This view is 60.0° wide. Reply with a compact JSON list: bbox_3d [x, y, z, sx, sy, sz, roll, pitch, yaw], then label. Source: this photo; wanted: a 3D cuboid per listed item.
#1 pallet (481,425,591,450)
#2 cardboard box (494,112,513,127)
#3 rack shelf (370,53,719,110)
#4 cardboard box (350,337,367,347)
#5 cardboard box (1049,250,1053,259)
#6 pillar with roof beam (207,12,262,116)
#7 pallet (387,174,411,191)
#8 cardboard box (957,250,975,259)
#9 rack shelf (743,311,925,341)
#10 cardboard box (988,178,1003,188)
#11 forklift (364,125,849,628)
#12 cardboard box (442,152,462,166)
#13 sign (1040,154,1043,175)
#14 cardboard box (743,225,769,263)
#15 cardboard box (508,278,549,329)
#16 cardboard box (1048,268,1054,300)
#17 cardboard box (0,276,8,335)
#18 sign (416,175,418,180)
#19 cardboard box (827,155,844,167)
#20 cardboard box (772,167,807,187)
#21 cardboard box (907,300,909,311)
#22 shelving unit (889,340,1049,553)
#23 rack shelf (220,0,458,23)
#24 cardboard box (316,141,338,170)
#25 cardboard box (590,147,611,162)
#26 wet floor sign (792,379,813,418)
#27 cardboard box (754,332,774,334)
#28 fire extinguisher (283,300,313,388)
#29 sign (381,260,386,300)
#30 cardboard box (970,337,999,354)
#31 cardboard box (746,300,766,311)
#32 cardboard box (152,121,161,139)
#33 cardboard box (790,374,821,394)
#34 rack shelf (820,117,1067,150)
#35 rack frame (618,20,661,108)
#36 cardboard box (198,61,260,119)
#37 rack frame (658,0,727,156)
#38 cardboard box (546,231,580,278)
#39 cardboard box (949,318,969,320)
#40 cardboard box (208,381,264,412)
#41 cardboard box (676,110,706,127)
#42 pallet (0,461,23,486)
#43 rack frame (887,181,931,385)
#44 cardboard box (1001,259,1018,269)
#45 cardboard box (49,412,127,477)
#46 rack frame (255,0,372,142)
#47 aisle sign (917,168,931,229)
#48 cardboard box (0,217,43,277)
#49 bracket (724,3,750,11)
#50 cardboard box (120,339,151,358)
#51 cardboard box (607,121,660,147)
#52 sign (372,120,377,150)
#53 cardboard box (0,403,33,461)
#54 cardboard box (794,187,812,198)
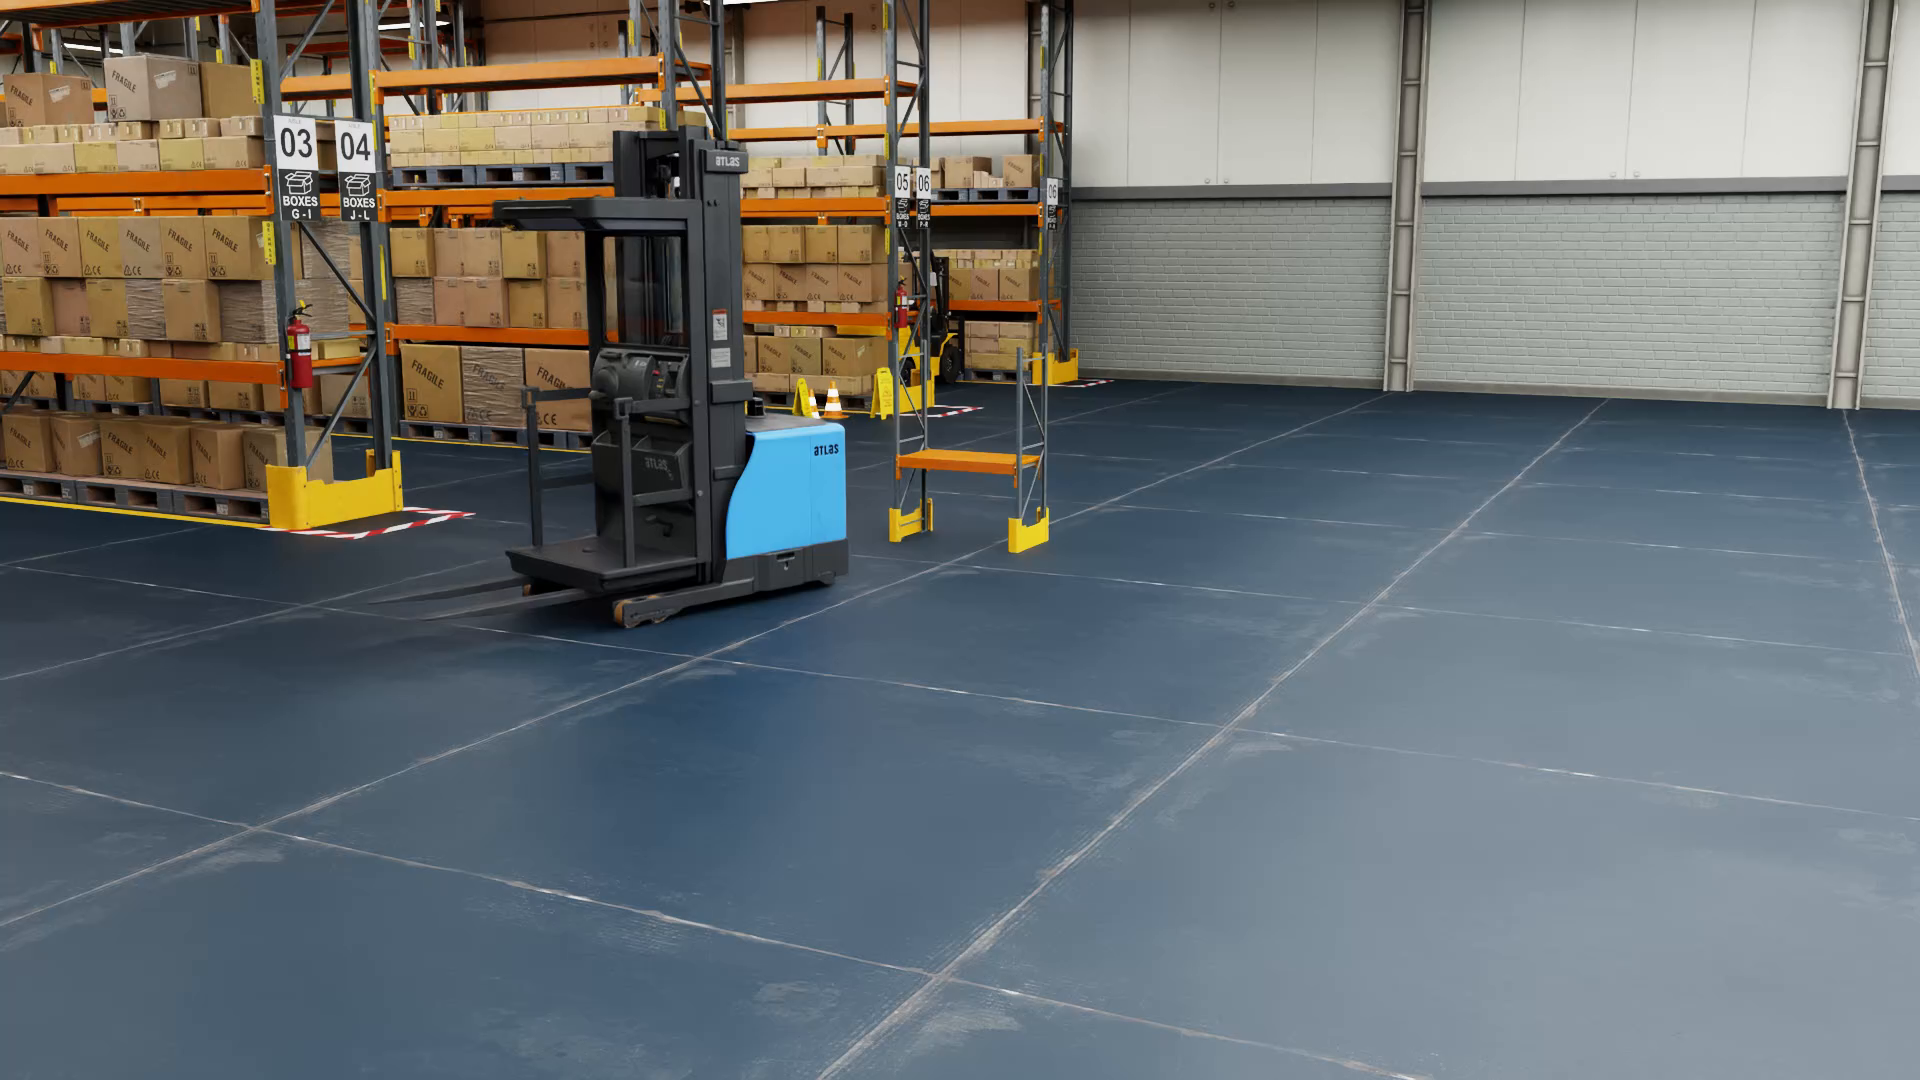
[{"bbox_3d":[-4.618,-1.210,18.825,1.213,0.211,1.003,5,11,26],"label":"pallet"},{"bbox_3d":[-4.823,-4.549,18.024,0.250,0.149,0.380,5,11,26],"label":"cardboard box"},{"bbox_3d":[-4.570,-4.994,18.201,4.000,0.370,1.077,5,11,26],"label":"rack shelf"},{"bbox_3d":[-9.231,-3.164,26.578,0.875,0.875,0.875,5,11,27],"label":"cardboard box"},{"bbox_3d":[1.310,-4.602,26.800,0.250,0.149,0.380,5,11,25],"label":"cardboard box"},{"bbox_3d":[-16.756,-7.909,31.161,0.548,9.000,9.100,5,11,26],"label":"pillar with roof beam"},{"bbox_3d":[-7.207,-4.197,19.612,1.217,0.209,0.805,5,11,24],"label":"pallet"},{"bbox_3d":[0.147,-4.602,26.795,0.250,0.149,0.380,5,12,27],"label":"cardboard box"},{"bbox_3d":[-2.470,-3.038,23.112,4.000,0.370,1.077,5,11,26],"label":"rack shelf"},{"bbox_3d":[0.639,-5.652,26.360,0.250,0.149,0.380,5,11,24],"label":"cardboard box"},{"bbox_3d":[-2.127,-1.023,10.154,1.130,2.935,3.031,10,14,43],"label":"forklift"},{"bbox_3d":[-5.506,-4.216,18.427,0.250,0.149,0.380,5,11,25],"label":"cardboard box"},{"bbox_3d":[1.264,-5.814,25.747,0.005,0.325,0.100,5,11,26],"label":"sign"},{"bbox_3d":[-2.571,-4.053,22.780,0.500,0.500,0.700,5,11,25],"label":"cardboard box"},{"bbox_3d":[-4.572,-2.671,18.642,0.500,0.550,0.875,5,11,26],"label":"cardboard box"},{"bbox_3d":[1.195,-4.160,27.011,0.500,0.500,0.500,5,12,28],"label":"cardboard box"},{"bbox_3d":[-8.272,-2.117,14.888,0.500,0.500,0.875,5,11,26],"label":"cardboard box"},{"bbox_3d":[-8.104,-5.546,24.854,0.005,0.325,0.100,5,11,26],"label":"sign"},{"bbox_3d":[-1.562,-5.002,21.989,0.250,0.149,0.380,5,11,25],"label":"cardboard box"},{"bbox_3d":[-2.173,-4.860,22.323,0.500,0.250,0.500,5,12,27],"label":"cardboard box"},{"bbox_3d":[-0.890,-3.170,22.530,0.250,0.149,0.380,5,11,26],"label":"cardboard box"},{"bbox_3d":[0.068,-0.732,12.563,1.083,1.500,0.587,5,11,26],"label":"shelving unit"},{"bbox_3d":[-9.644,-8.256,25.765,4.000,0.370,1.077,5,11,26],"label":"rack shelf"},{"bbox_3d":[-5.379,-3.133,13.616,0.500,0.250,0.500,5,12,28],"label":"cardboard box"},{"bbox_3d":[-3.680,-4.056,17.541,0.250,0.149,0.380,5,11,27],"label":"cardboard box"},{"bbox_3d":[-1.874,-1.591,19.709,0.232,0.644,0.267,3,11,16],"label":"wet floor sign"},{"bbox_3d":[-2.699,-2.688,23.597,0.500,0.500,0.500,6,12,29],"label":"cardboard box"},{"bbox_3d":[-5.163,-1.531,12.982,0.183,0.674,0.296,5,11,26],"label":"fire extinguisher"},{"bbox_3d":[-4.821,-2.164,13.834,0.005,0.325,0.100,5,11,26],"label":"sign"},{"bbox_3d":[0.497,-3.156,26.886,0.500,0.250,0.500,5,11,25],"label":"cardboard box"},{"bbox_3d":[-2.742,-3.232,22.870,0.250,0.149,0.380,5,11,26],"label":"cardboard box"},{"bbox_3d":[-6.326,-3.320,13.533,0.250,0.149,0.380,5,11,26],"label":"cardboard box"},{"bbox_3d":[-1.982,-2.151,22.732,0.500,0.250,0.500,5,11,26],"label":"cardboard box"},{"bbox_3d":[-0.277,-6.586,26.995,4.000,0.370,1.077,5,11,26],"label":"rack shelf"},{"bbox_3d":[-5.658,-7.610,29.508,0.127,3.000,1.000,5,11,26],"label":"rack frame"},{"bbox_3d":[-6.273,-3.729,13.970,0.500,0.500,0.500,5,11,26],"label":"cardboard box"},{"bbox_3d":[-2.776,-5.388,17.231,0.127,3.000,1.000,5,11,26],"label":"rack frame"},{"bbox_3d":[-4.068,-3.171,18.373,0.550,0.550,0.875,5,11,26],"label":"cardboard box"},{"bbox_3d":[-0.181,-3.562,27.724,0.500,0.250,0.500,5,11,25],"label":"cardboard box"},{"bbox_3d":[-8.659,-2.035,20.689,0.750,0.750,1.050,5,11,27],"label":"cardboard box"},{"bbox_3d":[-2.935,-4.513,17.829,0.250,0.149,0.380,5,11,26],"label":"cardboard box"},{"bbox_3d":[-9.347,-0.656,15.760,1.213,0.211,1.003,5,11,26],"label":"pallet"},{"bbox_3d":[-0.677,-3.234,22.177,0.127,3.000,1.000,5,11,26],"label":"rack frame"},{"bbox_3d":[0.839,-4.393,26.481,0.250,0.149,0.380,5,12,27],"label":"cardboard box"},{"bbox_3d":[-7.791,-0.861,14.907,0.500,0.500,0.500,10,14,44],"label":"cardboard box"},{"bbox_3d":[-5.061,-4.603,12.898,0.127,3.000,1.000,5,11,26],"label":"rack frame"},{"bbox_3d":[-0.484,-4.558,22.192,0.004,0.787,0.394,5,11,26],"label":"aisle sign"},{"bbox_3d":[-7.908,-2.539,14.412,0.500,0.500,0.500,5,11,26],"label":"cardboard box"},{"bbox_3d":[-3.875,-9.333,28.921,0.430,0.232,0.235,5,11,26],"label":"bracket"},{"bbox_3d":[-6.800,-1.619,13.957,0.250,0.149,0.380,5,11,26],"label":"cardboard box"},{"bbox_3d":[-3.339,-4.234,17.405,0.500,0.250,0.500,5,11,27],"label":"cardboard box"},{"bbox_3d":[-6.595,-4.549,18.682,0.005,0.325,0.100,5,11,26],"label":"sign"},{"bbox_3d":[-9.190,-1.005,15.643,0.500,0.500,0.700,4,11,21],"label":"cardboard box"},{"bbox_3d":[-2.023,-4.653,22.302,0.250,0.149,0.380,5,11,25],"label":"cardboard box"}]
